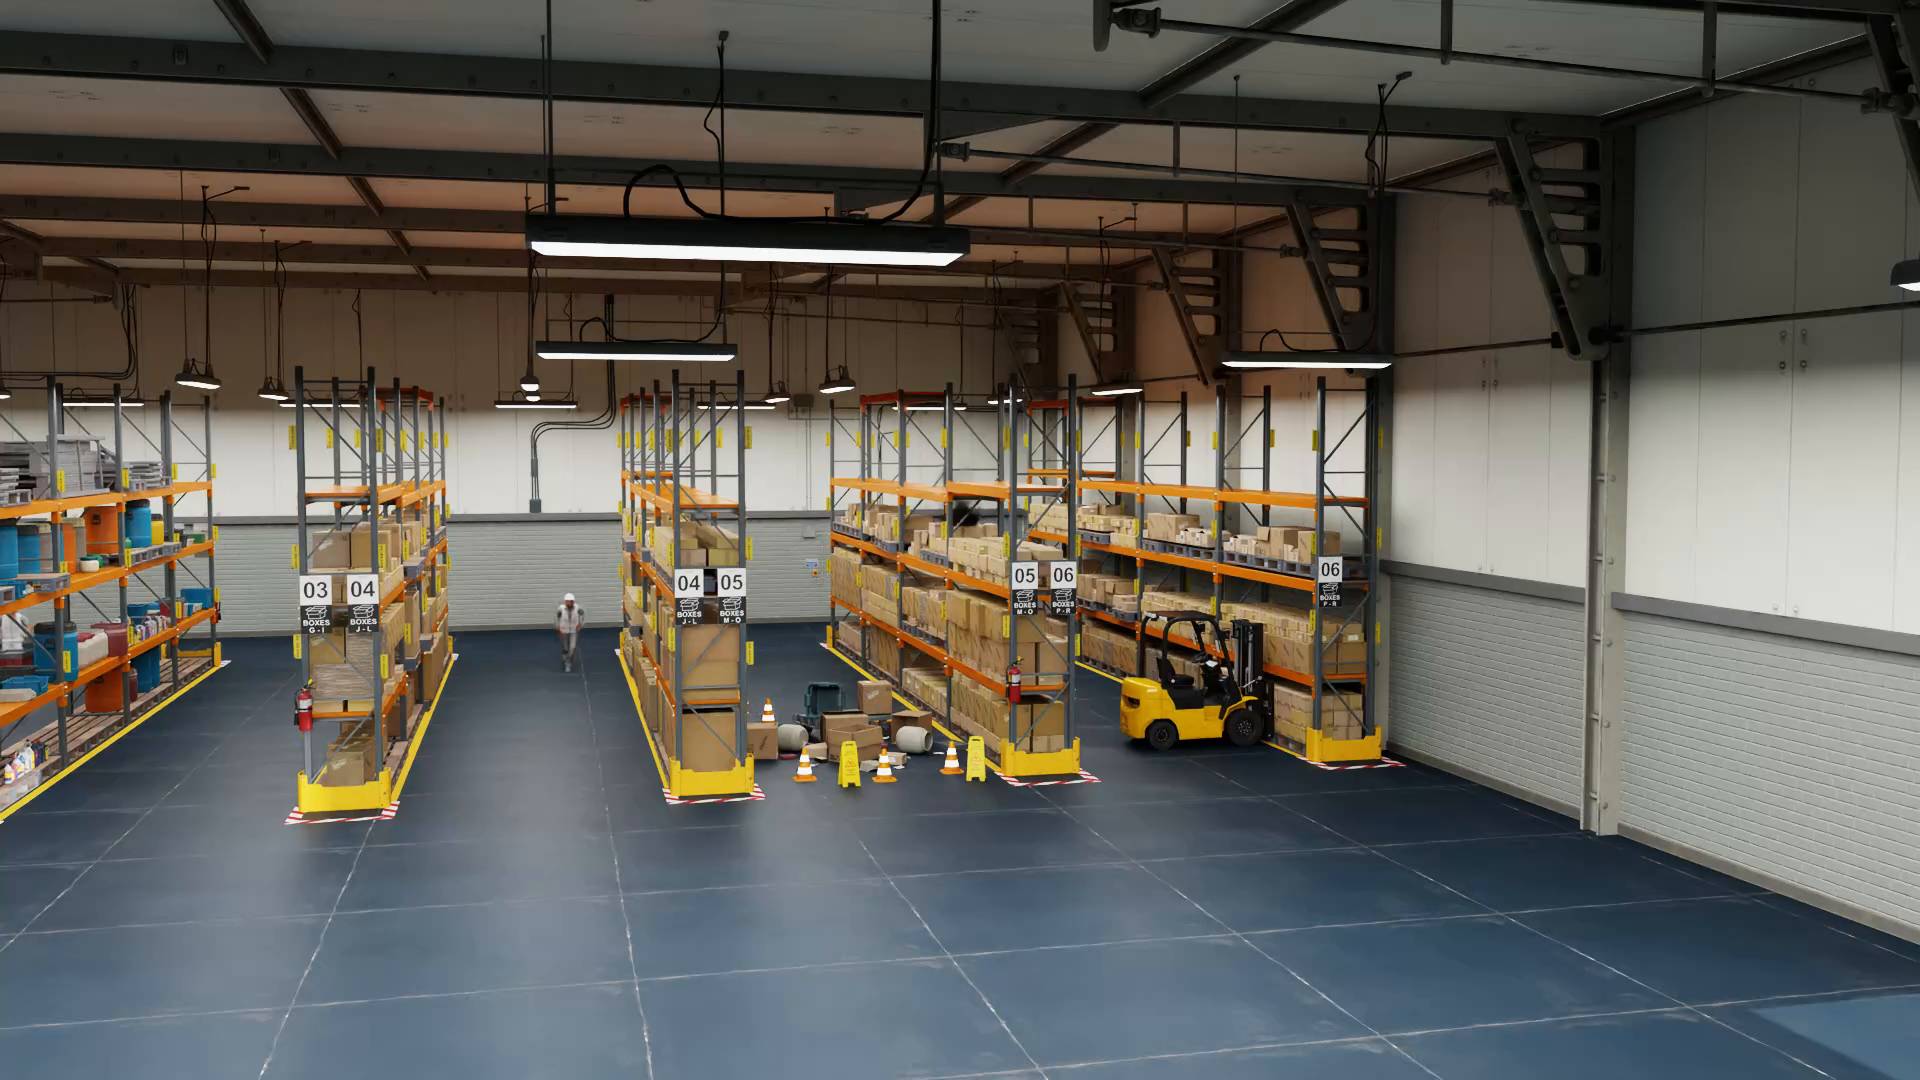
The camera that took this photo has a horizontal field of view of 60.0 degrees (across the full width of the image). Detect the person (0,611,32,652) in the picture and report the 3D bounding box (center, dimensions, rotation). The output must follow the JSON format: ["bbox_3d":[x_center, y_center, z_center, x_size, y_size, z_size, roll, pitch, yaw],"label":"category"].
[{"bbox_3d":[-19.315,2.109,33.887,0.710,1.751,0.599,-2,4,-30],"label":"person"}]

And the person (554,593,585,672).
[{"bbox_3d":[-8.547,2.004,36.355,0.660,1.730,0.919,-1,4,-22],"label":"person"}]
